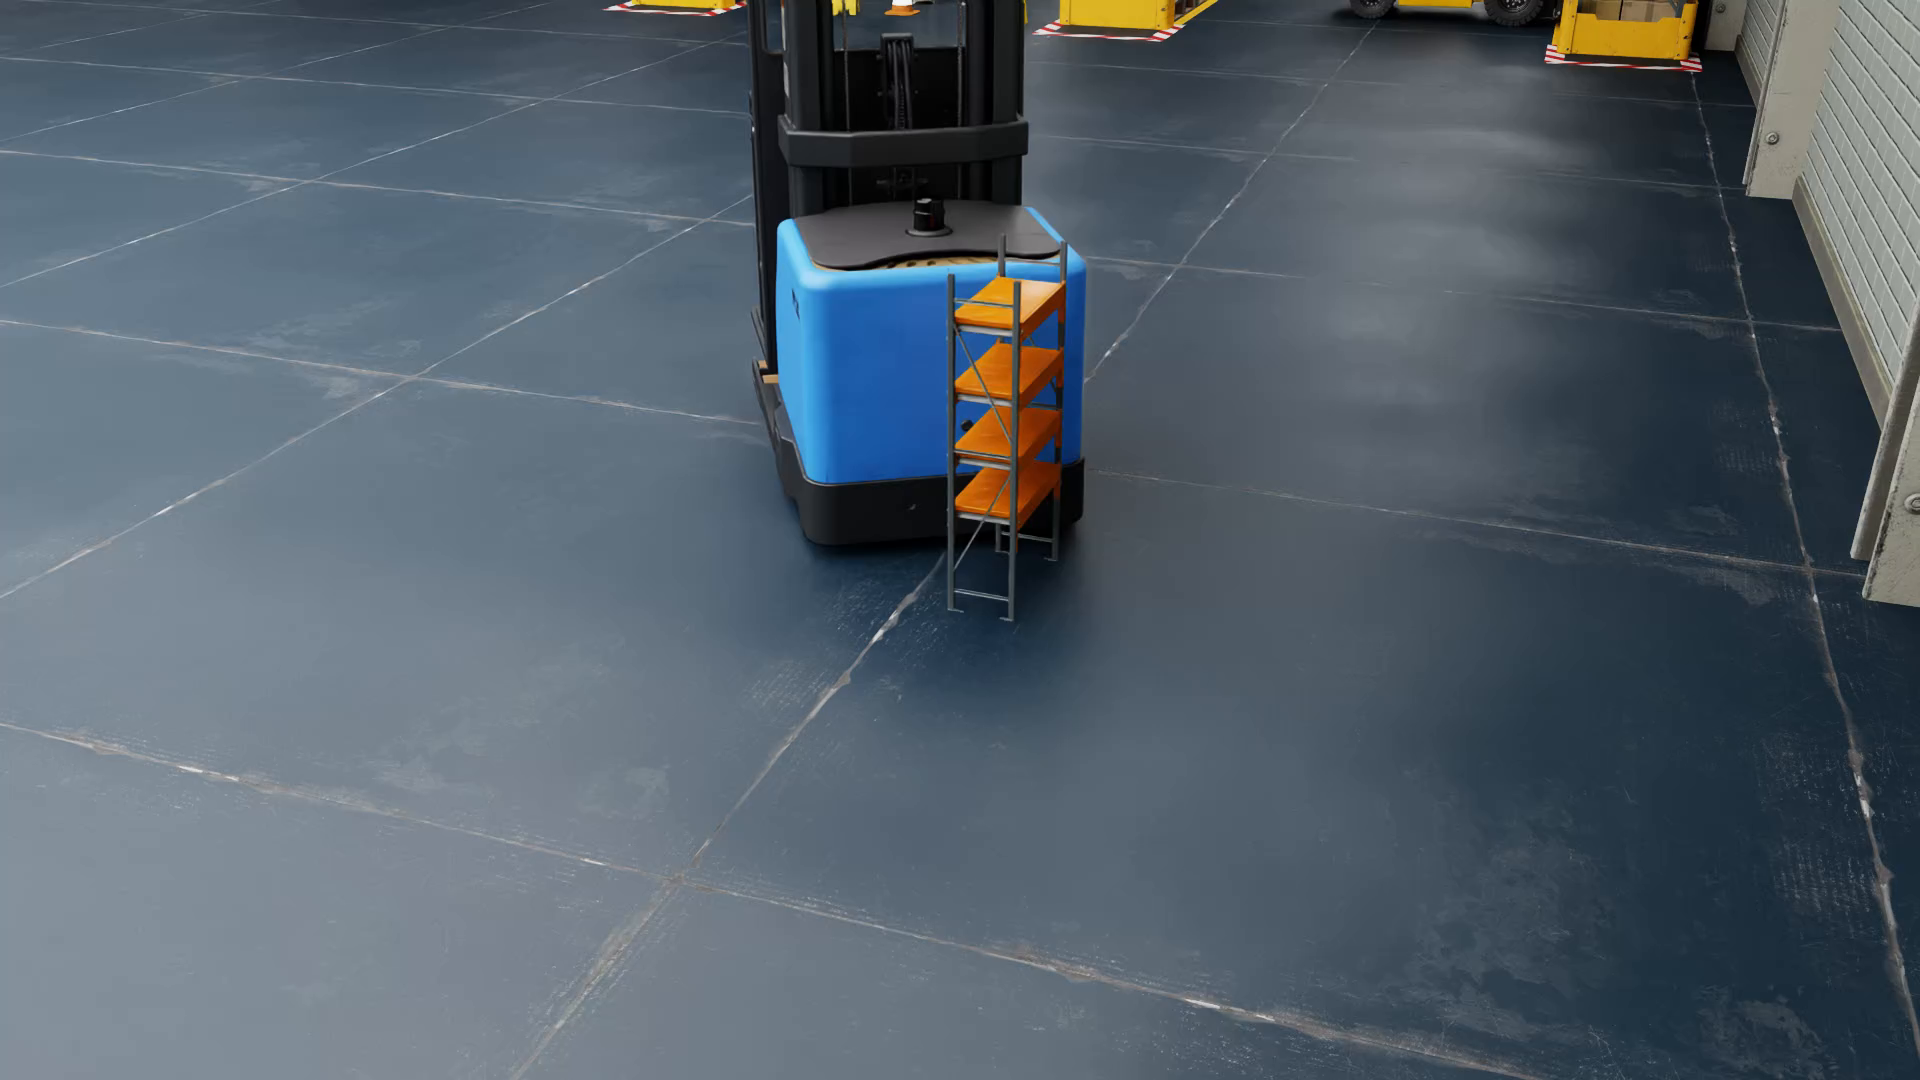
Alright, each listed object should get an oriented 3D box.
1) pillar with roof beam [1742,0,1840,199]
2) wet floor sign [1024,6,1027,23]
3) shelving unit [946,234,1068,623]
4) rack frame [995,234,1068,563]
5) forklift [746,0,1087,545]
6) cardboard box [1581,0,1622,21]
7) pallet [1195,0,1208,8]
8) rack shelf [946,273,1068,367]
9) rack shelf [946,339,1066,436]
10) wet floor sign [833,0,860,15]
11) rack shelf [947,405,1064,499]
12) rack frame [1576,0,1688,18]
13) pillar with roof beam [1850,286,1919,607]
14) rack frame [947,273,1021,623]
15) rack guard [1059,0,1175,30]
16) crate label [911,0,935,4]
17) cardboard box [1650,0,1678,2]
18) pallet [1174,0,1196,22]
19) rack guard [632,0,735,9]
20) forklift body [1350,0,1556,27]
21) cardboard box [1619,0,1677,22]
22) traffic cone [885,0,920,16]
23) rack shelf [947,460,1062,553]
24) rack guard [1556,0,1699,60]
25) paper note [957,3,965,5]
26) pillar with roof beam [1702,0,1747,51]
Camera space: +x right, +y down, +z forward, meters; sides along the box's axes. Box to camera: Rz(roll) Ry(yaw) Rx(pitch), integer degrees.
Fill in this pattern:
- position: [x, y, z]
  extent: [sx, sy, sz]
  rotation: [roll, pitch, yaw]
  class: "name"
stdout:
- position: [1.314, -6.992, 10.366]
  extent: [9.100, 9.000, 0.400]
  rotation: [9, 27, 17]
  class: "pillar with roof beam"
- position: [0.534, -5.714, 17.311]
  extent: [0.267, 0.644, 0.232]
  rotation: [20, 32, 35]
  class: "wet floor sign"
- position: [0.160, -0.378, 5.653]
  extent: [0.258, 1.200, 0.503]
  rotation: [9, 27, 18]
  class: "shelving unit"
- position: [0.245, -0.477, 5.859]
  extent: [0.240, 1.200, 0.015]
  rotation: [9, 27, 18]
  class: "rack frame"
- position: [-0.337, -1.918, 6.848]
  extent: [1.130, 2.935, 3.031]
  rotation: [-5, 26, -10]
  class: "forklift"
- position: [6.147, -5.169, 16.156]
  extent: [0.500, 0.250, 0.500]
  rotation: [9, 27, 18]
  class: "cardboard box"
- position: [2.343, -6.301, 19.022]
  extent: [1.003, 0.211, 1.213]
  rotation: [9, 27, 17]
  class: "pallet"
- position: [0.160, -0.731, 5.482]
  extent: [0.258, 0.148, 0.480]
  rotation: [9, 27, 18]
  class: "rack shelf"
- position: [0.160, -0.518, 5.585]
  extent: [0.258, 0.148, 0.480]
  rotation: [9, 27, 18]
  class: "rack shelf"
- position: [-1.238, -6.014, 17.931]
  extent: [0.267, 0.644, 0.232]
  rotation: [4, 26, 8]
  class: "wet floor sign"
- position: [0.160, -0.317, 5.682]
  extent: [0.258, 0.148, 0.480]
  rotation: [9, 27, 18]
  class: "rack shelf"
- position: [6.288, -5.978, 15.155]
  extent: [1.000, 3.000, 0.127]
  rotation: [9, 27, 17]
  class: "rack frame"
- position: [-0.683, -4.527, 5.273]
  extent: [9.100, 9.000, 0.400]
  rotation: [9, 27, 17]
  class: "pillar with roof beam"
- position: [0.074, -0.278, 5.447]
  extent: [0.240, 1.200, 0.015]
  rotation: [9, 27, 18]
  class: "rack frame"
- position: [1.632, -5.603, 17.248]
  extent: [1.175, 0.500, 0.348]
  rotation: [9, 27, 17]
  class: "rack guard"
- position: [-0.424, -6.125, 18.744]
  extent: [0.250, 0.136, 0.298]
  rotation: [-5, 26, -9]
  class: "crate label"
- position: [6.641, -5.318, 15.891]
  extent: [0.500, 0.250, 0.500]
  rotation: [9, 27, 18]
  class: "cardboard box"
- position: [1.935, -5.801, 17.990]
  extent: [1.003, 0.211, 1.213]
  rotation: [9, 27, 17]
  class: "pallet"
- position: [-3.103, -6.238, 18.560]
  extent: [1.175, 0.500, 0.348]
  rotation: [9, 27, 17]
  class: "rack guard"
- position: [5.199, -6.640, 17.496]
  extent: [2.313, 2.155, 1.214]
  rotation: [9, 27, 17]
  class: "forklift body"
- position: [6.636, -5.103, 16.021]
  extent: [0.500, 0.250, 0.500]
  rotation: [9, 27, 18]
  class: "cardboard box"
- position: [-0.627, -5.940, 17.987]
  extent: [0.336, 0.463, 0.334]
  rotation: [9, 27, 17]
  class: "traffic cone"
- position: [0.160, -0.138, 5.769]
  extent: [0.258, 0.148, 0.480]
  rotation: [9, 27, 18]
  class: "rack shelf"
- position: [6.280, -4.843, 15.680]
  extent: [1.175, 0.500, 0.348]
  rotation: [9, 27, 17]
  class: "rack guard"
- position: [0.044, -6.037, 18.684]
  extent: [0.148, 0.019, 0.142]
  rotation: [0, 26, -1]
  class: "paper note"
- position: [3.310, -9.458, 15.458]
  extent: [9.100, 9.000, 0.400]
  rotation: [9, 27, 17]
  class: "pillar with roof beam"
